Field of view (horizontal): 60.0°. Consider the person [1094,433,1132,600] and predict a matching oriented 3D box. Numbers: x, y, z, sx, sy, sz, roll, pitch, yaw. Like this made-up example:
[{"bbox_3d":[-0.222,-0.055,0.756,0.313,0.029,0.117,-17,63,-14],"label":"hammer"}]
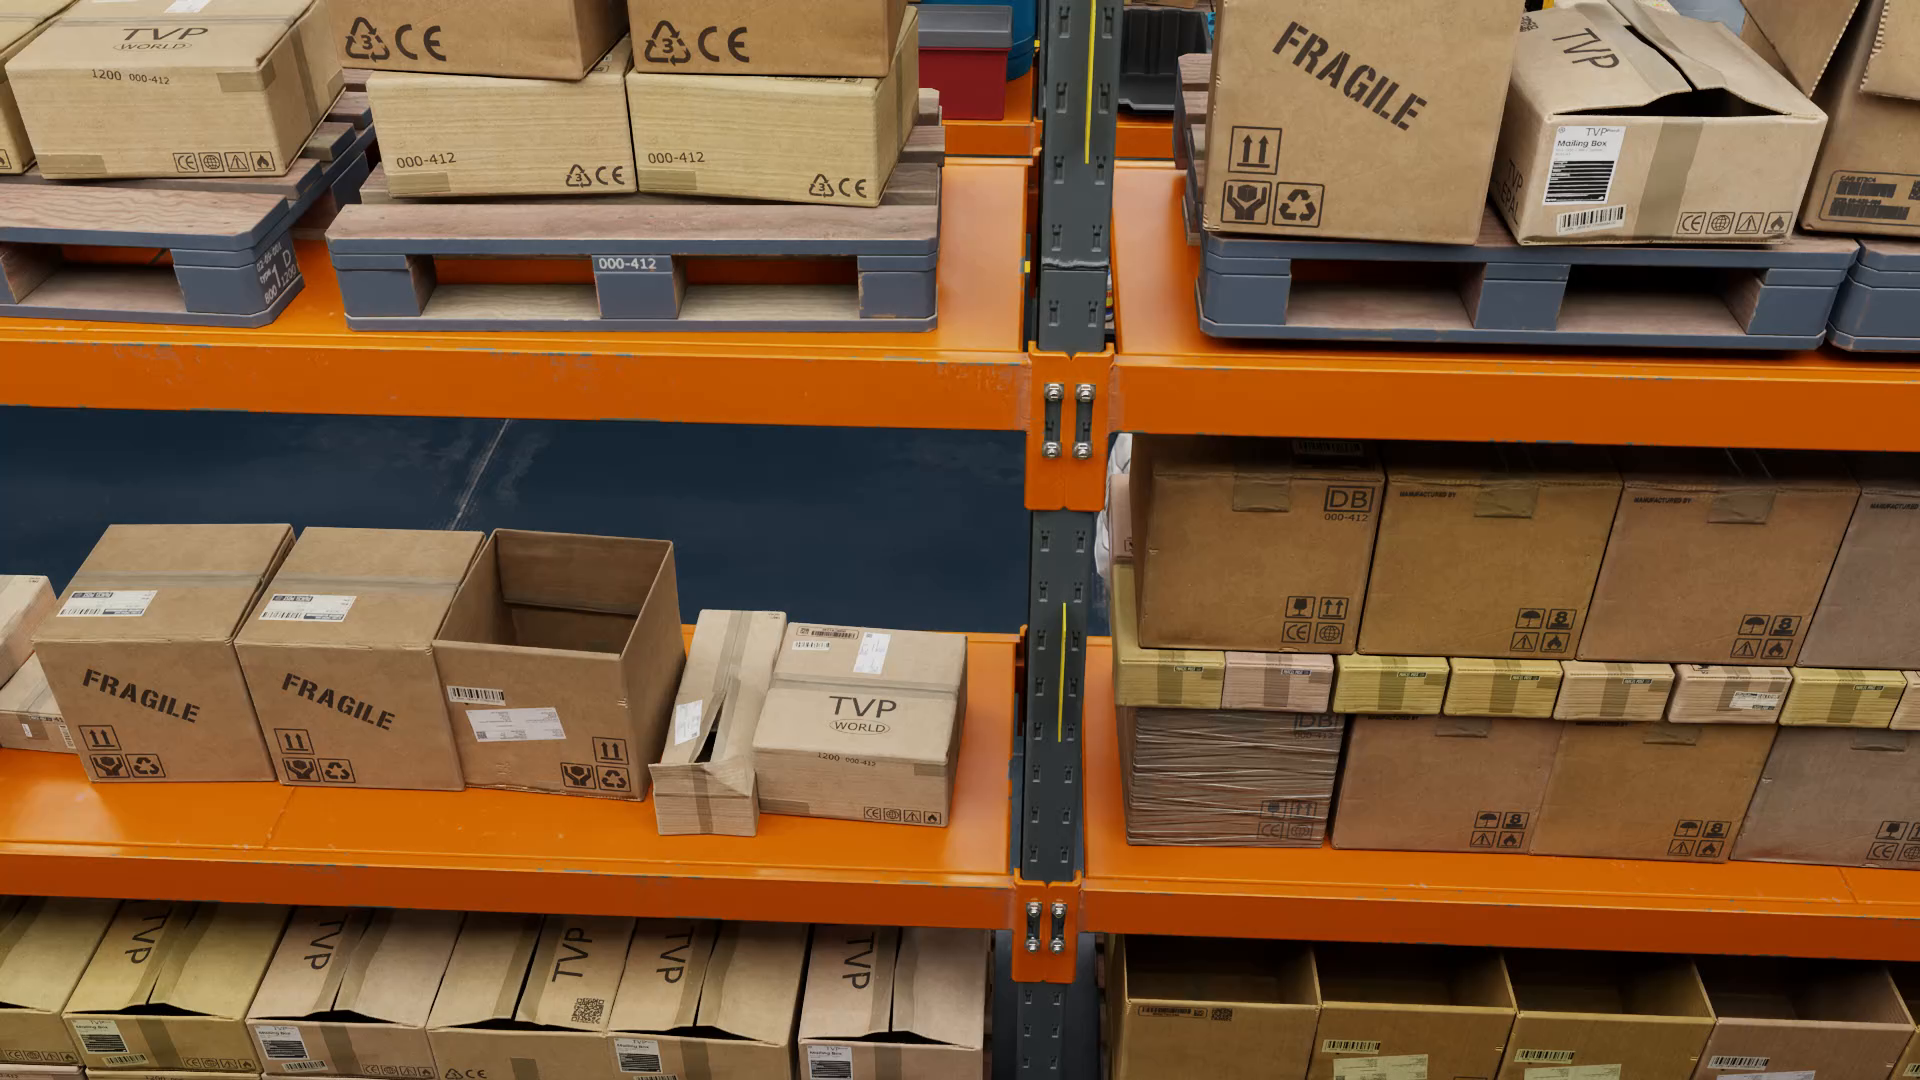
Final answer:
[{"bbox_3d":[0.673,0.094,6.016,0.375,1.661,0.528,1,36,1],"label":"person"}]
